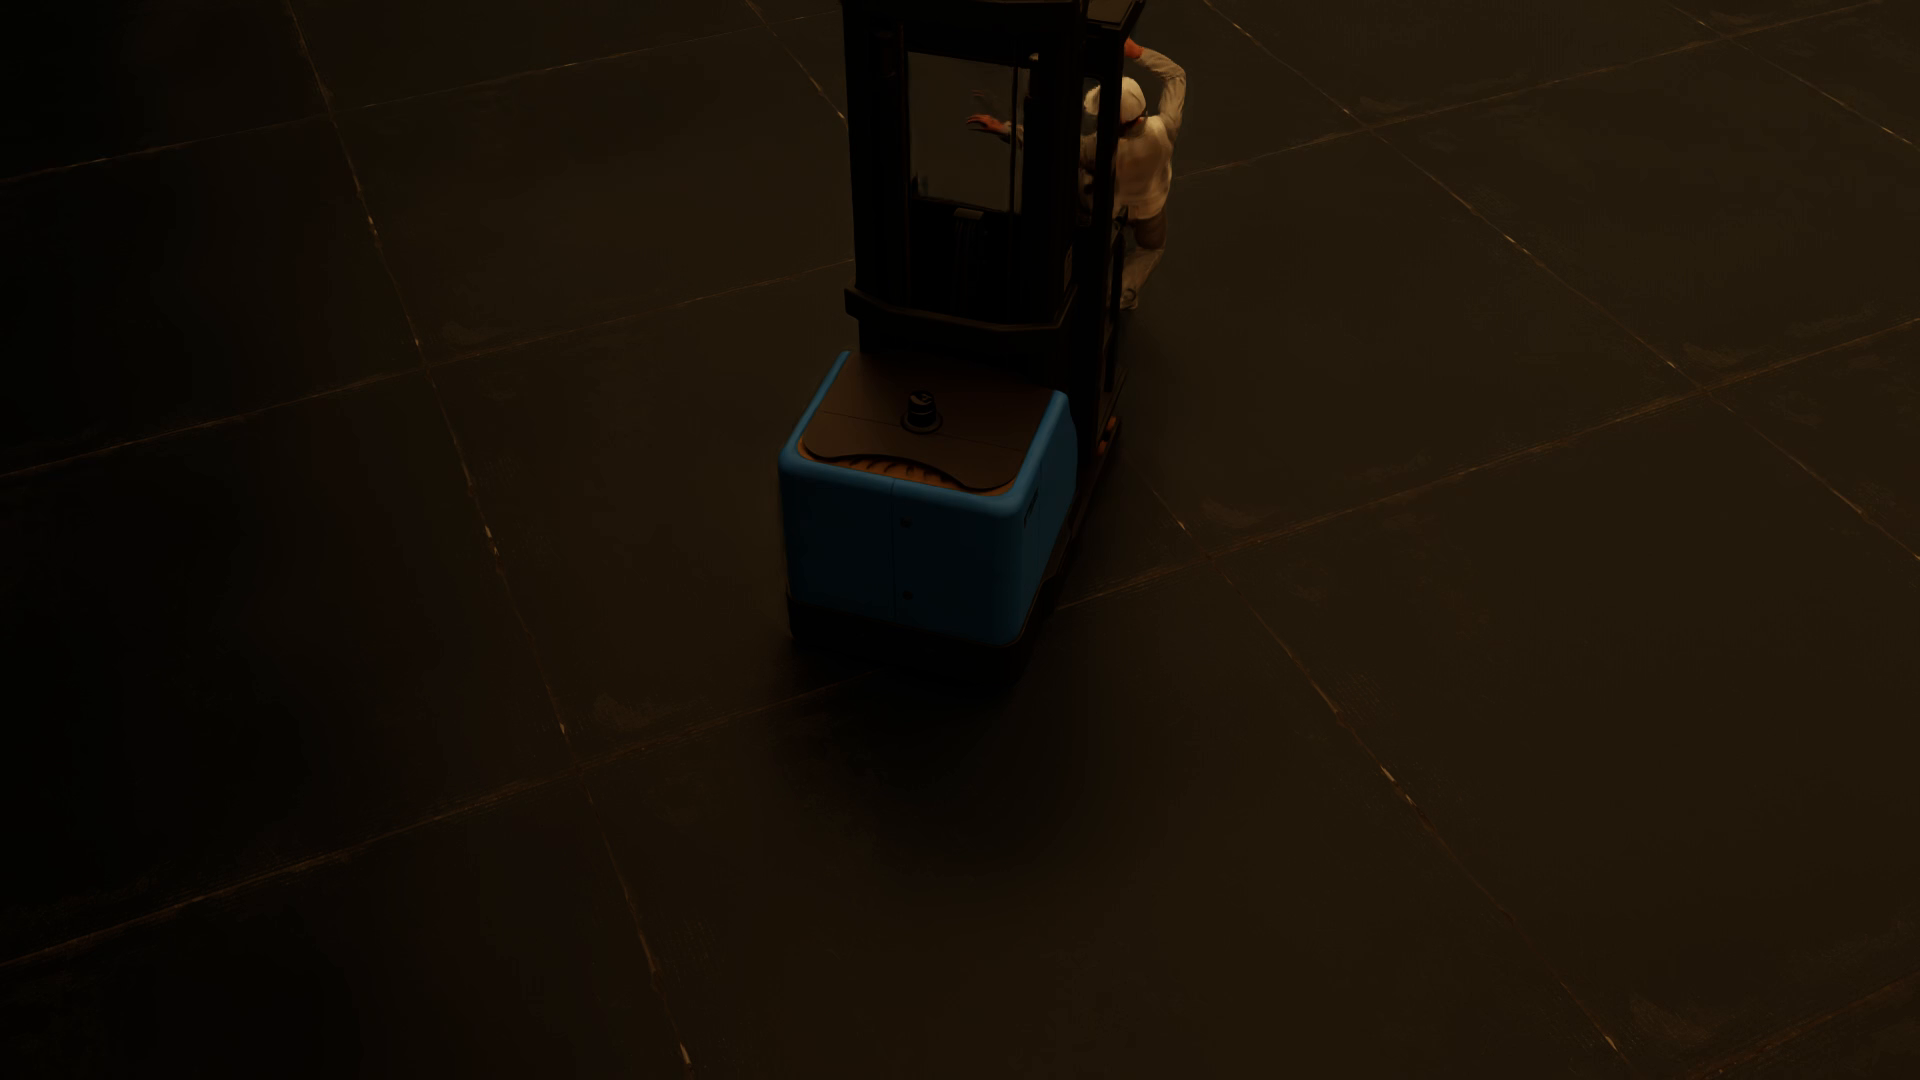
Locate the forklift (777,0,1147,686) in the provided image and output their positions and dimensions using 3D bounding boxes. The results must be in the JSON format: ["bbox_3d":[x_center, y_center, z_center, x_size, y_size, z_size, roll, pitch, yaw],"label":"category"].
[{"bbox_3d":[0.175,-1.472,7.257,1.130,2.935,3.031,12,44,12],"label":"forklift"}]

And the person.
[{"bbox_3d":[0.579,-1.899,8.640,1.078,1.575,0.841,2,43,2],"label":"person"}]
